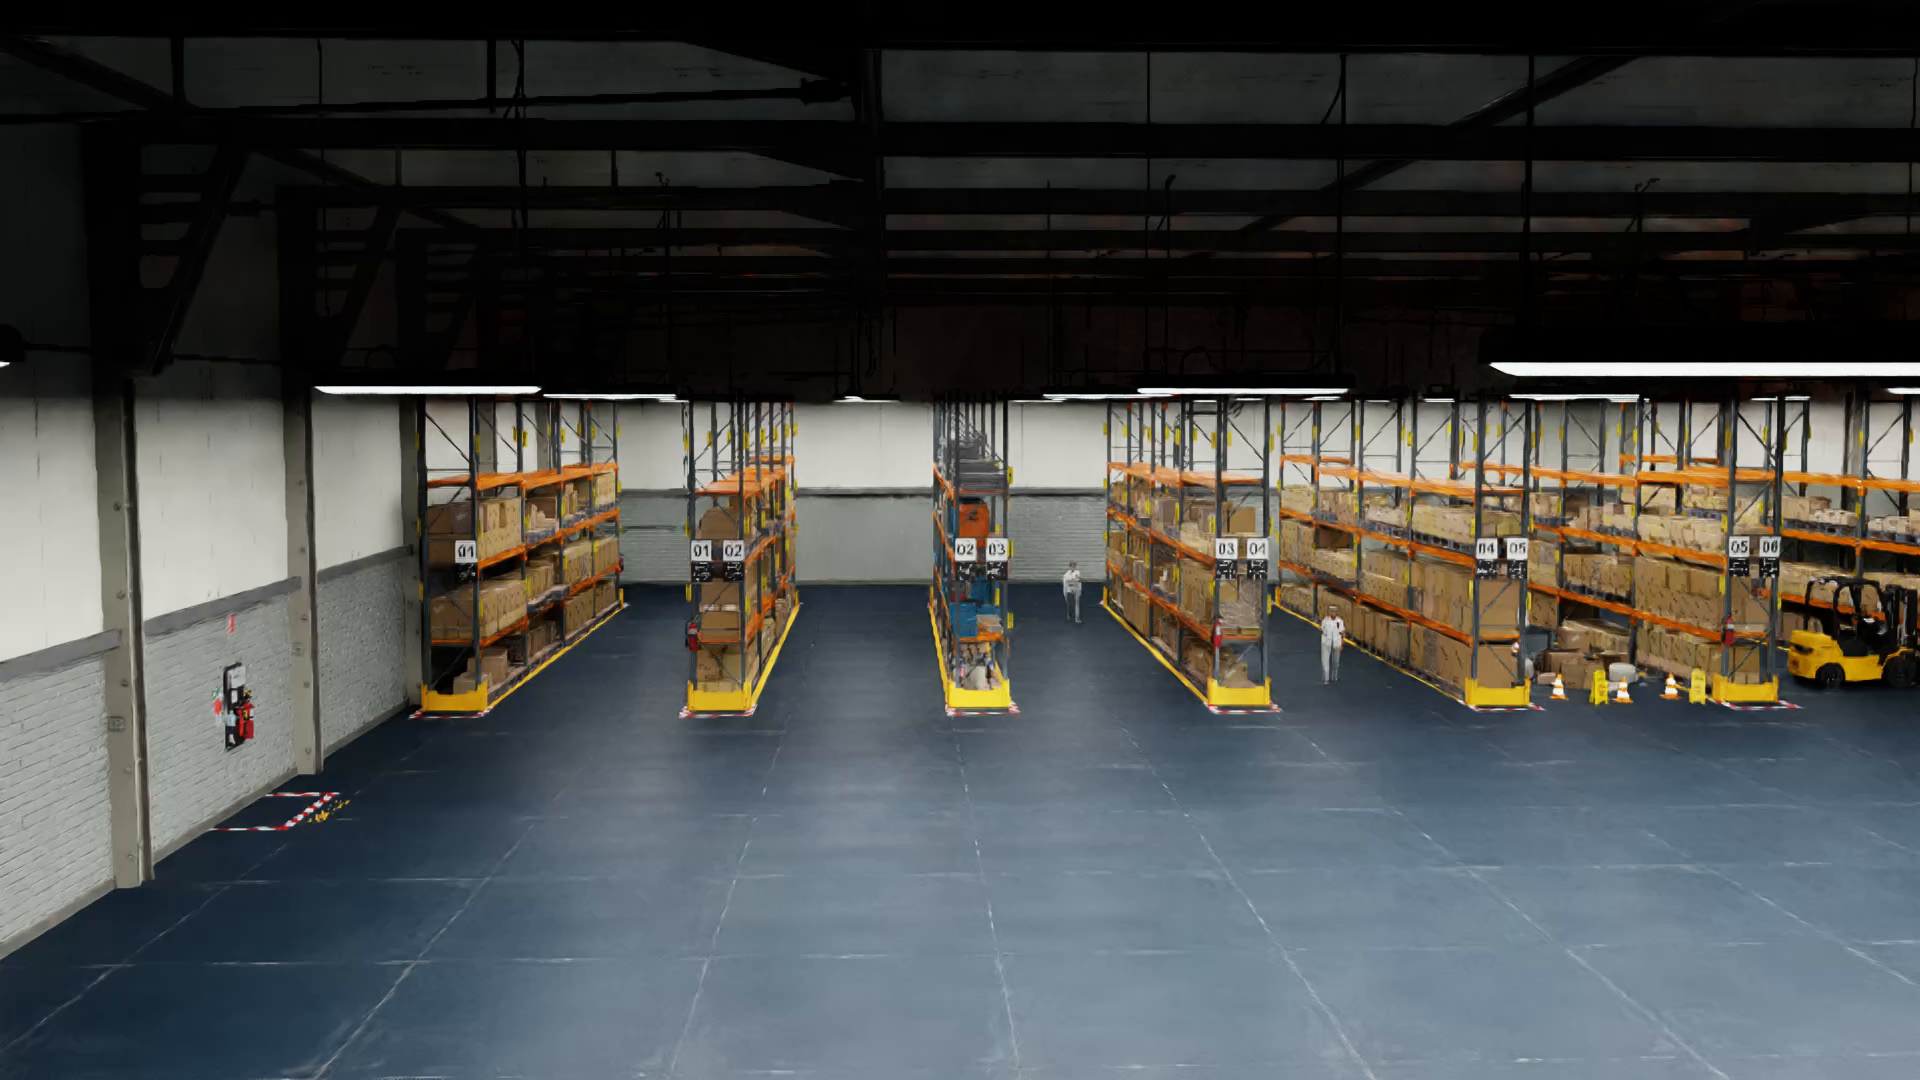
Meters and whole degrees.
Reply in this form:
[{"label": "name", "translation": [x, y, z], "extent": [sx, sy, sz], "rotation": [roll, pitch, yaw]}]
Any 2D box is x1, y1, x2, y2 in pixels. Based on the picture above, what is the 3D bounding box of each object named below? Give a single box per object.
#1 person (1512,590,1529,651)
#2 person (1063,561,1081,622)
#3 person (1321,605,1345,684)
[{"label": "person", "translation": [12.753, 1.721, 37.986], "extent": [0.630, 1.772, 0.679], "rotation": [2, 5, 26]}, {"label": "person", "translation": [2.952, 1.344, 43.758], "extent": [0.495, 1.587, 1.086], "rotation": [0, 5, 0]}, {"label": "person", "translation": [7.647, 2.131, 34.111], "extent": [0.476, 1.598, 0.985], "rotation": [1, 5, 7]}]
